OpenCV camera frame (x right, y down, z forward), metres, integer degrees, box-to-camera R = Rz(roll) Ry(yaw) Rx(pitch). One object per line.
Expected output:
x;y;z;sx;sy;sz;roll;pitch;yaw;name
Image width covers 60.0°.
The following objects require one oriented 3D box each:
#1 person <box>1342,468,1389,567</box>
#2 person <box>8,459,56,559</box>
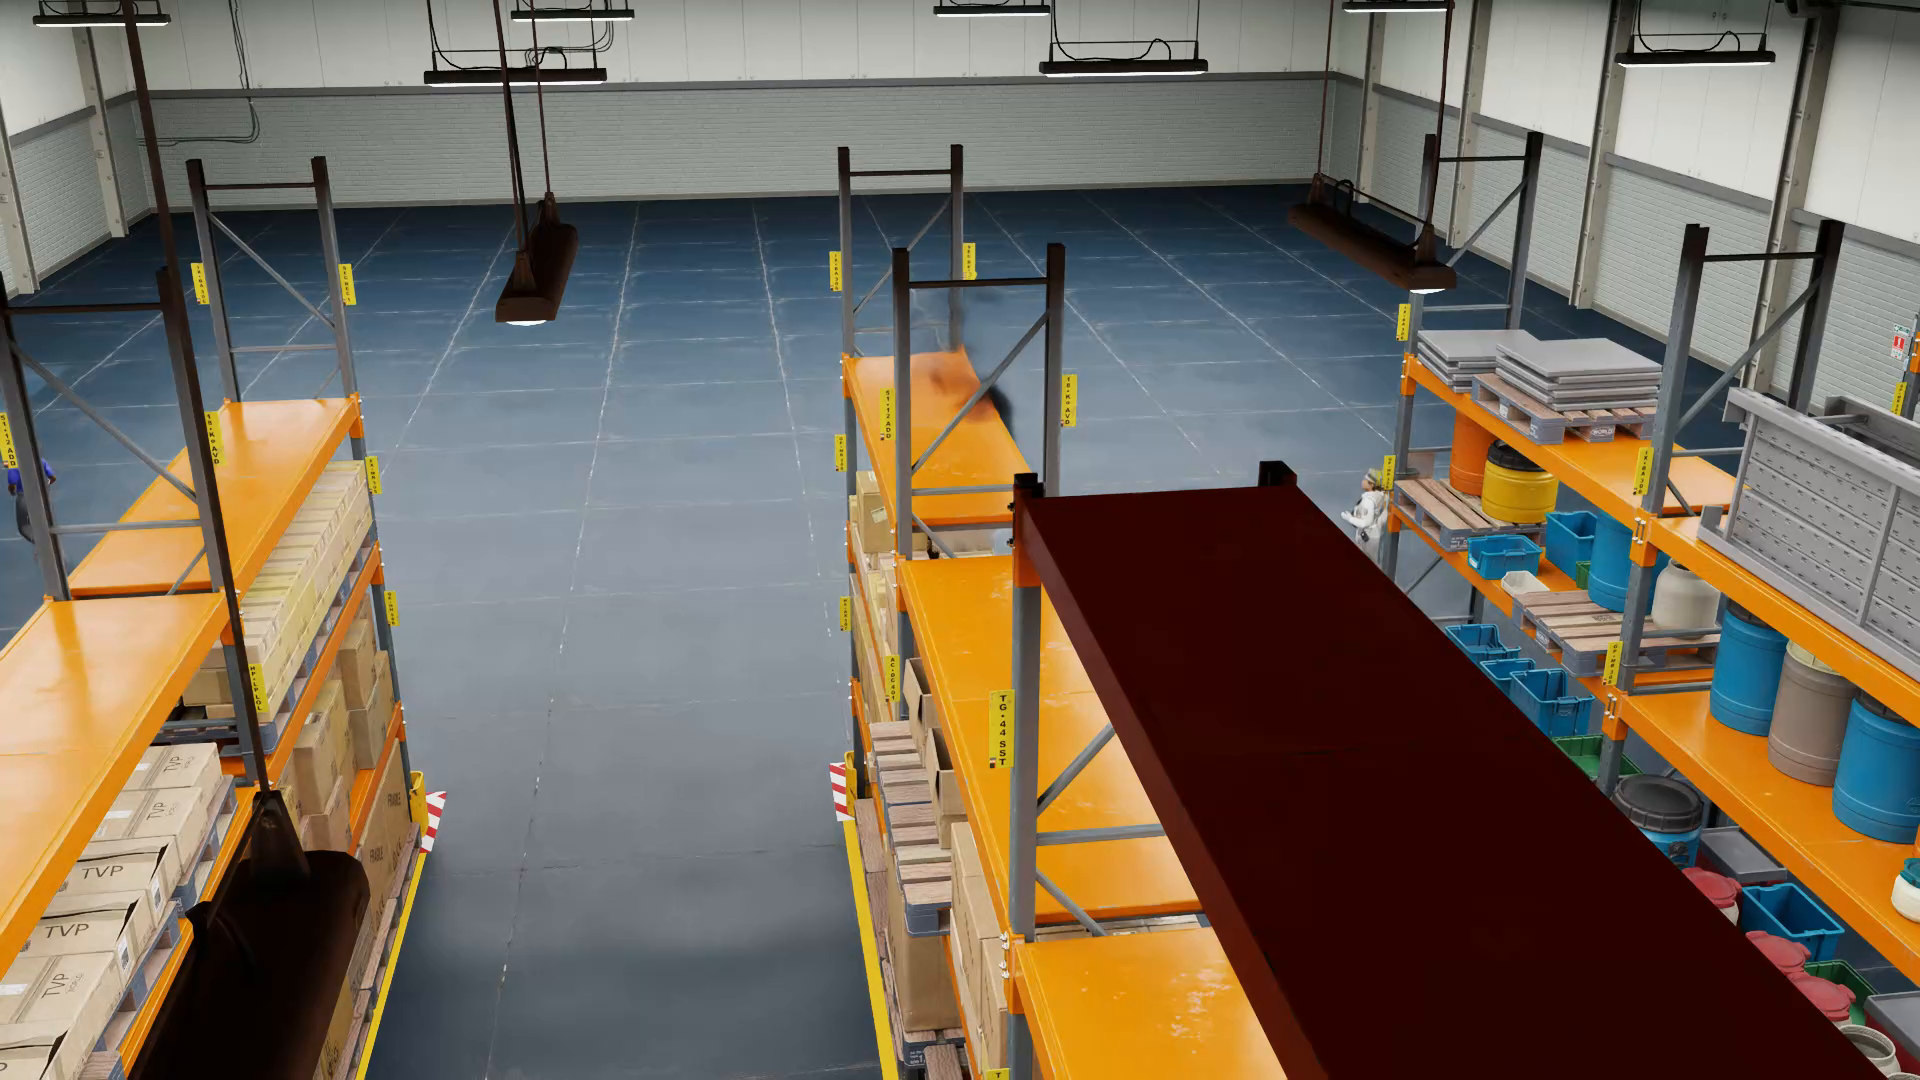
4.730;0.003;19.249;0.817;1.718;0.599;8;23;20;person
-11.514;-0.481;20.678;0.587;1.602;0.574;16;26;34;person
